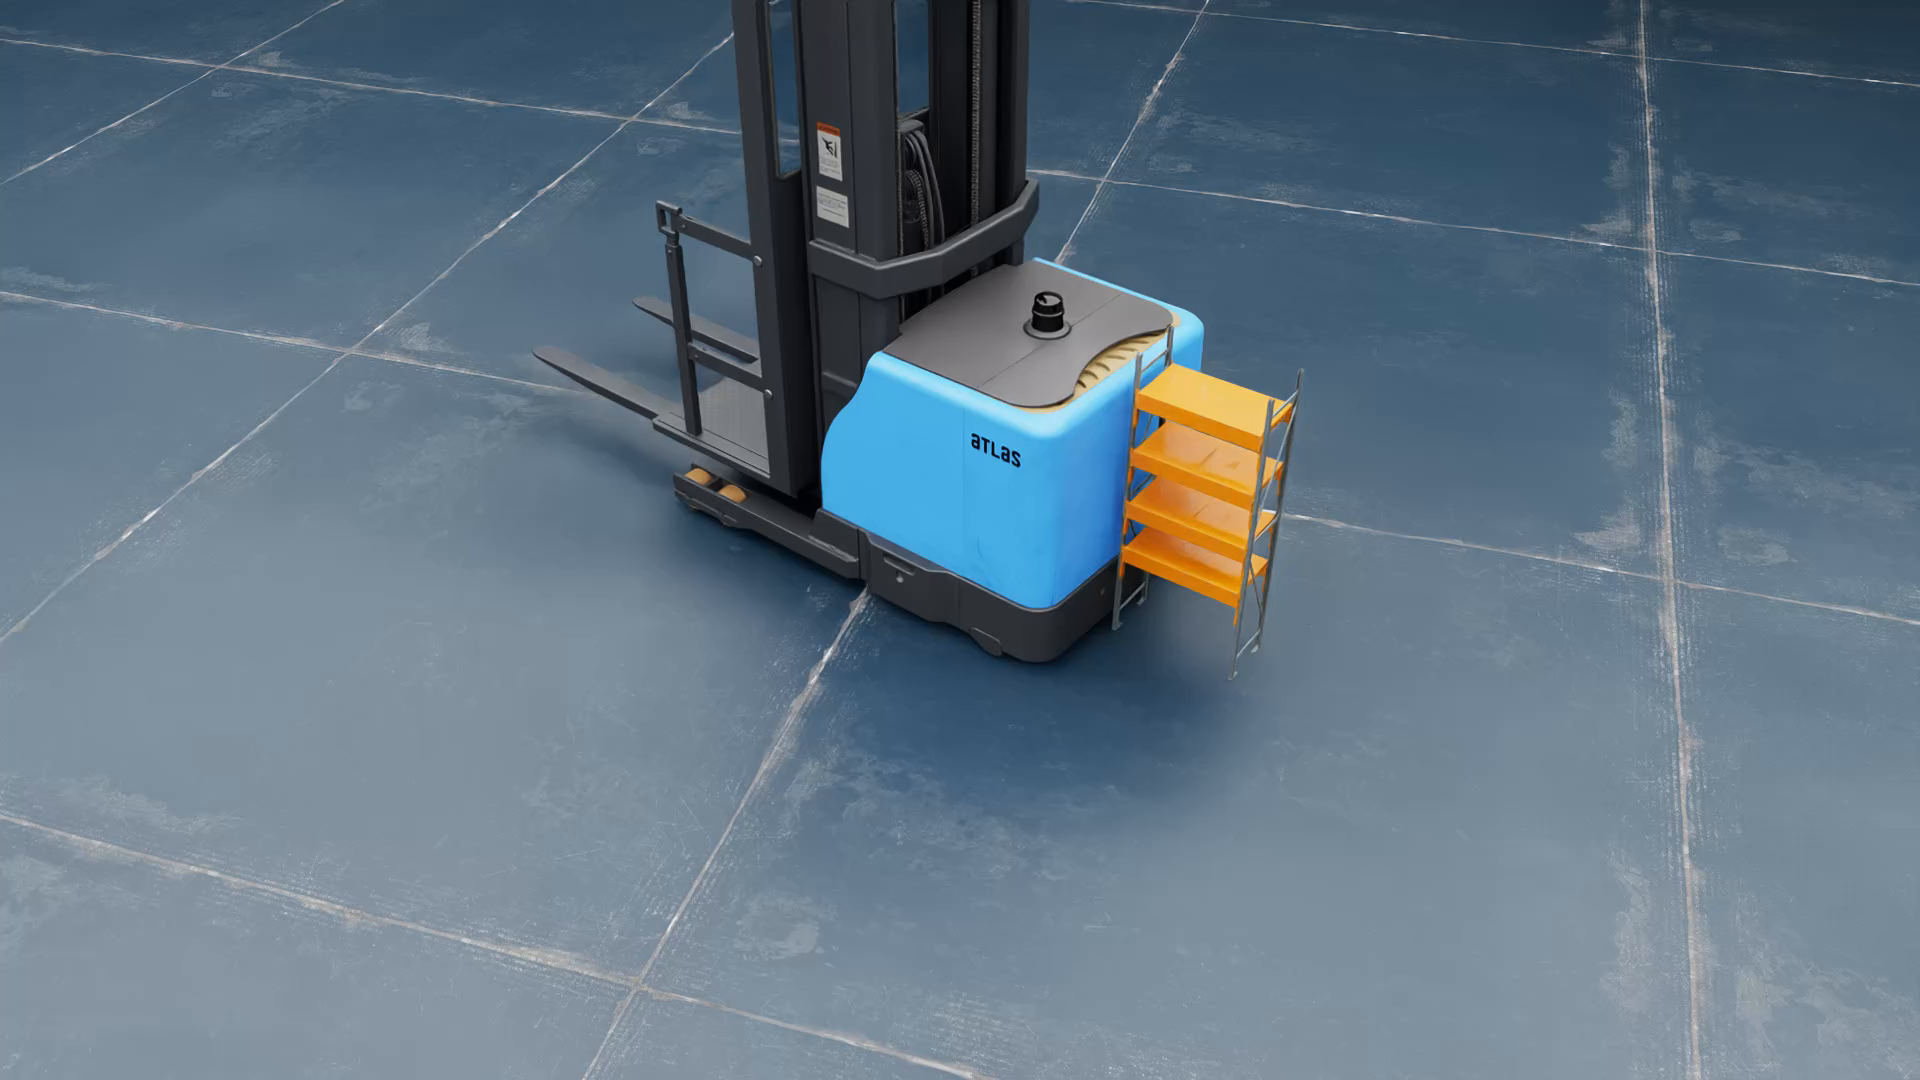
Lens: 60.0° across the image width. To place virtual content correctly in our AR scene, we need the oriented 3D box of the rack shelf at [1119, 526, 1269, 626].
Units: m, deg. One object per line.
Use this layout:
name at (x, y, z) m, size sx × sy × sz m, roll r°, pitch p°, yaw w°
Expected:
rack shelf at (0.852, 0.101, 6.042) m, size 0.480 × 0.148 × 0.258 m, roll 23°, pitch 42°, yaw 27°

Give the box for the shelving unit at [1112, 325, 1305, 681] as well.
shelving unit at (0.856, -0.112, 5.882) m, size 0.503 × 1.200 × 0.258 m, roll 23°, pitch 42°, yaw 27°

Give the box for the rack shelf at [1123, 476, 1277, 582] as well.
rack shelf at (0.855, -0.058, 5.923) m, size 0.480 × 0.148 × 0.258 m, roll 23°, pitch 42°, yaw 27°

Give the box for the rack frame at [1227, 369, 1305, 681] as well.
rack frame at (1.056, -0.026, 5.773) m, size 0.015 × 1.200 × 0.240 m, roll 23°, pitch 42°, yaw 27°

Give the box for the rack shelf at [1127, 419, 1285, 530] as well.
rack shelf at (0.858, -0.237, 5.789) m, size 0.480 × 0.148 × 0.258 m, roll 23°, pitch 42°, yaw 27°

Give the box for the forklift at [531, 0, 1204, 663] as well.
forklift at (-0.559, -1.456, 6.255) m, size 3.031 × 2.935 × 1.130 m, roll 25°, pitch 43°, yaw 30°

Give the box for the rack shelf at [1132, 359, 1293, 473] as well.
rack shelf at (0.861, -0.426, 5.647) m, size 0.480 × 0.148 × 0.258 m, roll 23°, pitch 42°, yaw 27°

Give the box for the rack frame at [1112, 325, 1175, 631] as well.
rack frame at (0.655, -0.197, 5.992) m, size 0.015 × 1.200 × 0.240 m, roll 23°, pitch 42°, yaw 27°
